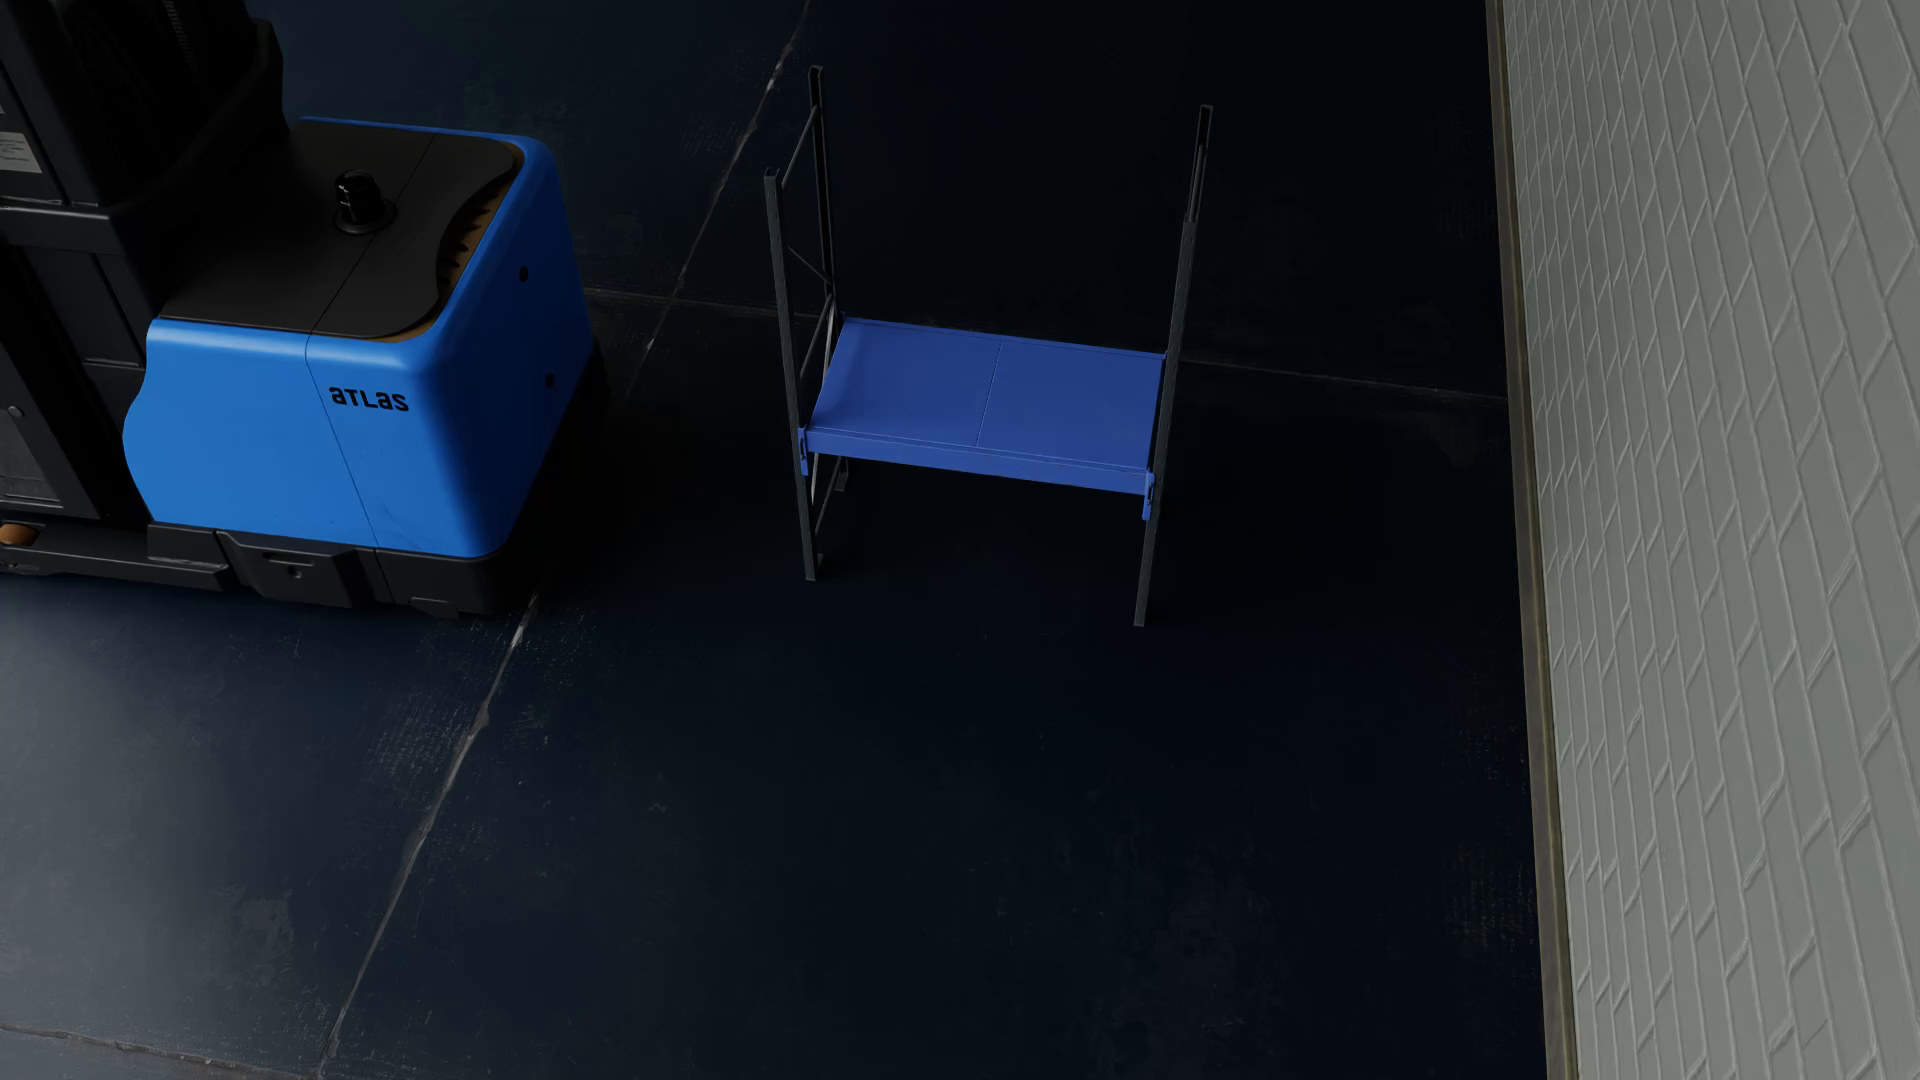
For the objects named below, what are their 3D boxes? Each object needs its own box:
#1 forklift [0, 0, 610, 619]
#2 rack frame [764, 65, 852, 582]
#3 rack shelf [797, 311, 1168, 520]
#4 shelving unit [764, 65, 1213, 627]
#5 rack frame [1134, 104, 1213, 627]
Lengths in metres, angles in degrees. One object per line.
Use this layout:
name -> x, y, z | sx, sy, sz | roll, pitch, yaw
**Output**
forklift -> -2.735, -1.253, 4.406 | 3.031, 2.935, 1.130 | 6, 48, 6
rack frame -> -0.416, -0.557, 4.742 | 0.032, 1.500, 0.500 | 8, 49, 7
rack shelf -> 0.084, -0.370, 4.816 | 1.000, 0.185, 0.538 | 8, 49, 7
shelving unit -> 0.084, -0.490, 4.682 | 1.048, 1.500, 0.538 | 8, 49, 7
rack frame -> 0.584, -0.423, 4.622 | 0.032, 1.500, 0.500 | 8, 49, 7
